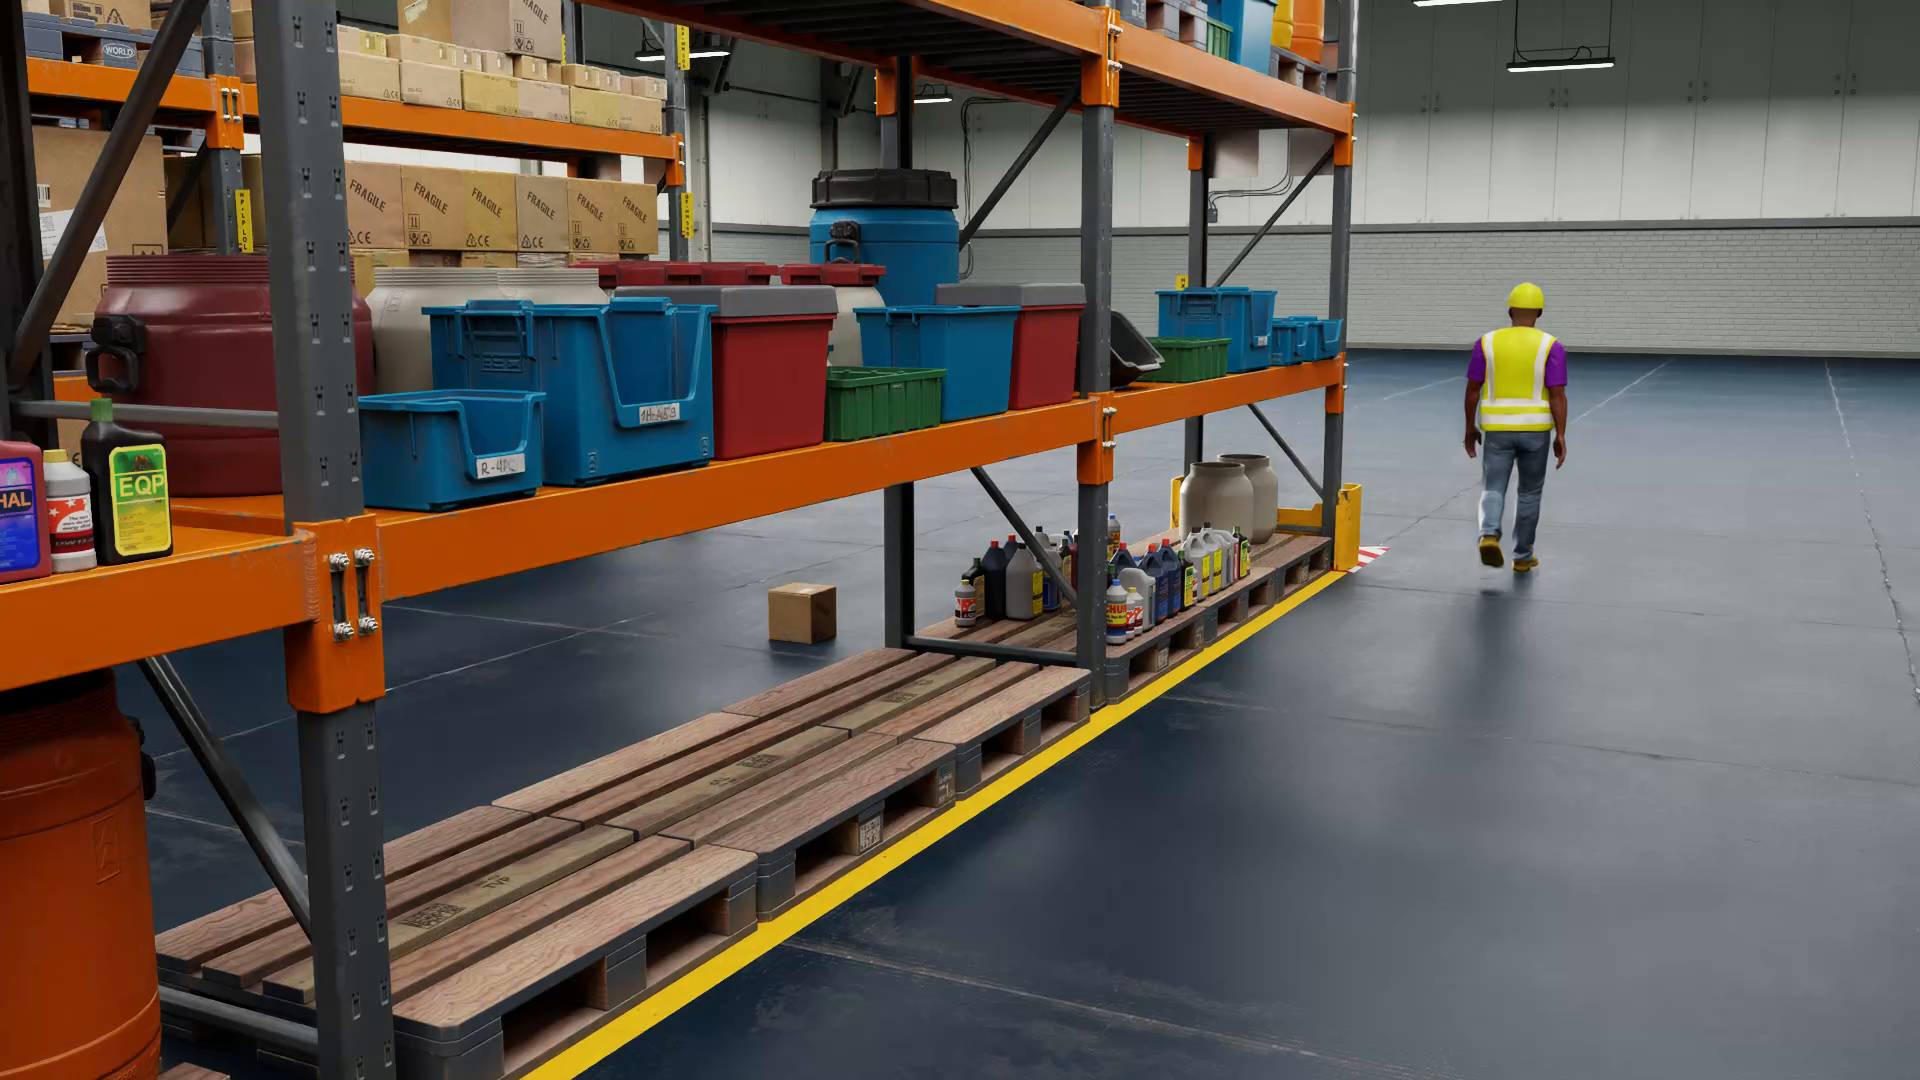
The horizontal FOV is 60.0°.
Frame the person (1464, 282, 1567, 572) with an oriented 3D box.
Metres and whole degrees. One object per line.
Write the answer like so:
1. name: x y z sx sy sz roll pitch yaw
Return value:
1. person: 3.305 -0.652 9.906 0.603 1.744 0.881 4 10 26
